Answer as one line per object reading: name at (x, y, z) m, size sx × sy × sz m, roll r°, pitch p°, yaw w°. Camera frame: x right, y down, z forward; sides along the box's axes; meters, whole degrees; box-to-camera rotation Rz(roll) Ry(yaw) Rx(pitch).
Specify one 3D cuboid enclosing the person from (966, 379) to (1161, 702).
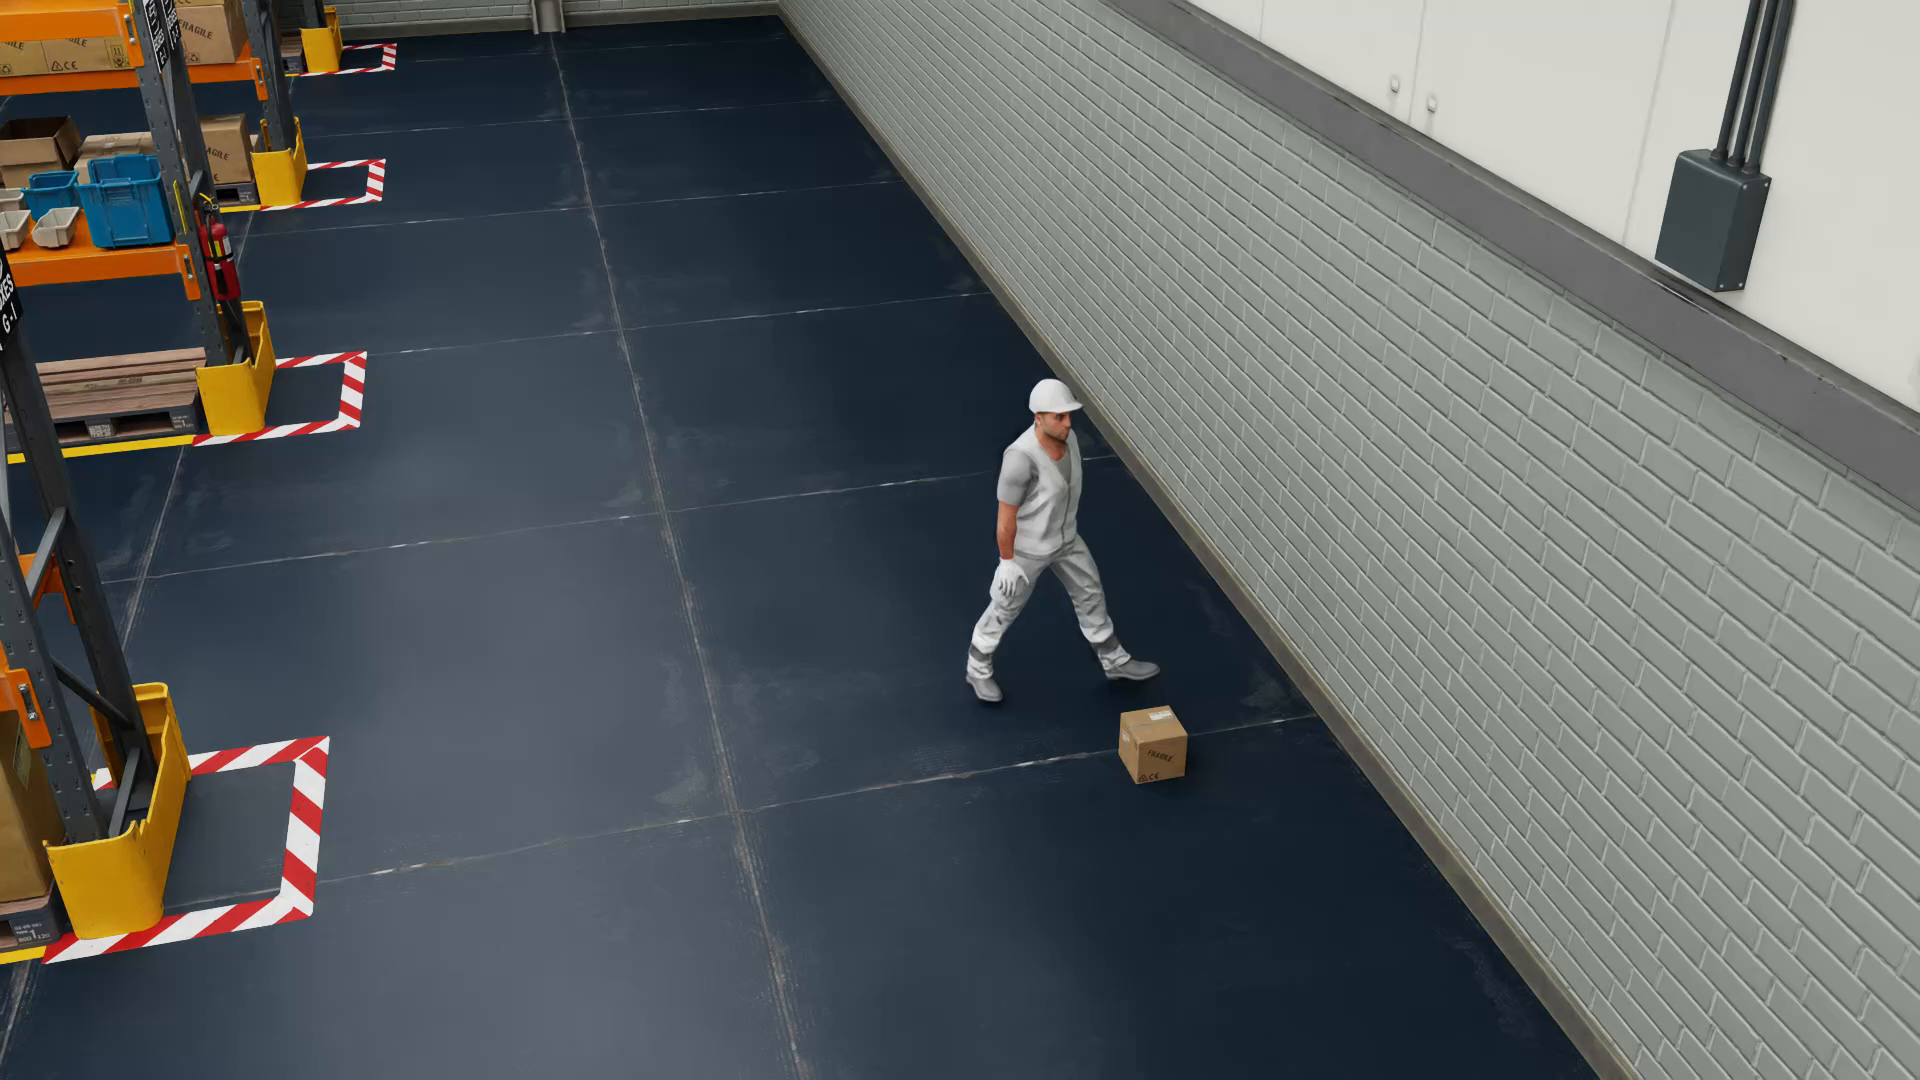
person at (0.497, 0.015, 8.182) m, size 0.829 × 1.755 × 0.762 m, roll 23°, pitch 37°, yaw 34°
